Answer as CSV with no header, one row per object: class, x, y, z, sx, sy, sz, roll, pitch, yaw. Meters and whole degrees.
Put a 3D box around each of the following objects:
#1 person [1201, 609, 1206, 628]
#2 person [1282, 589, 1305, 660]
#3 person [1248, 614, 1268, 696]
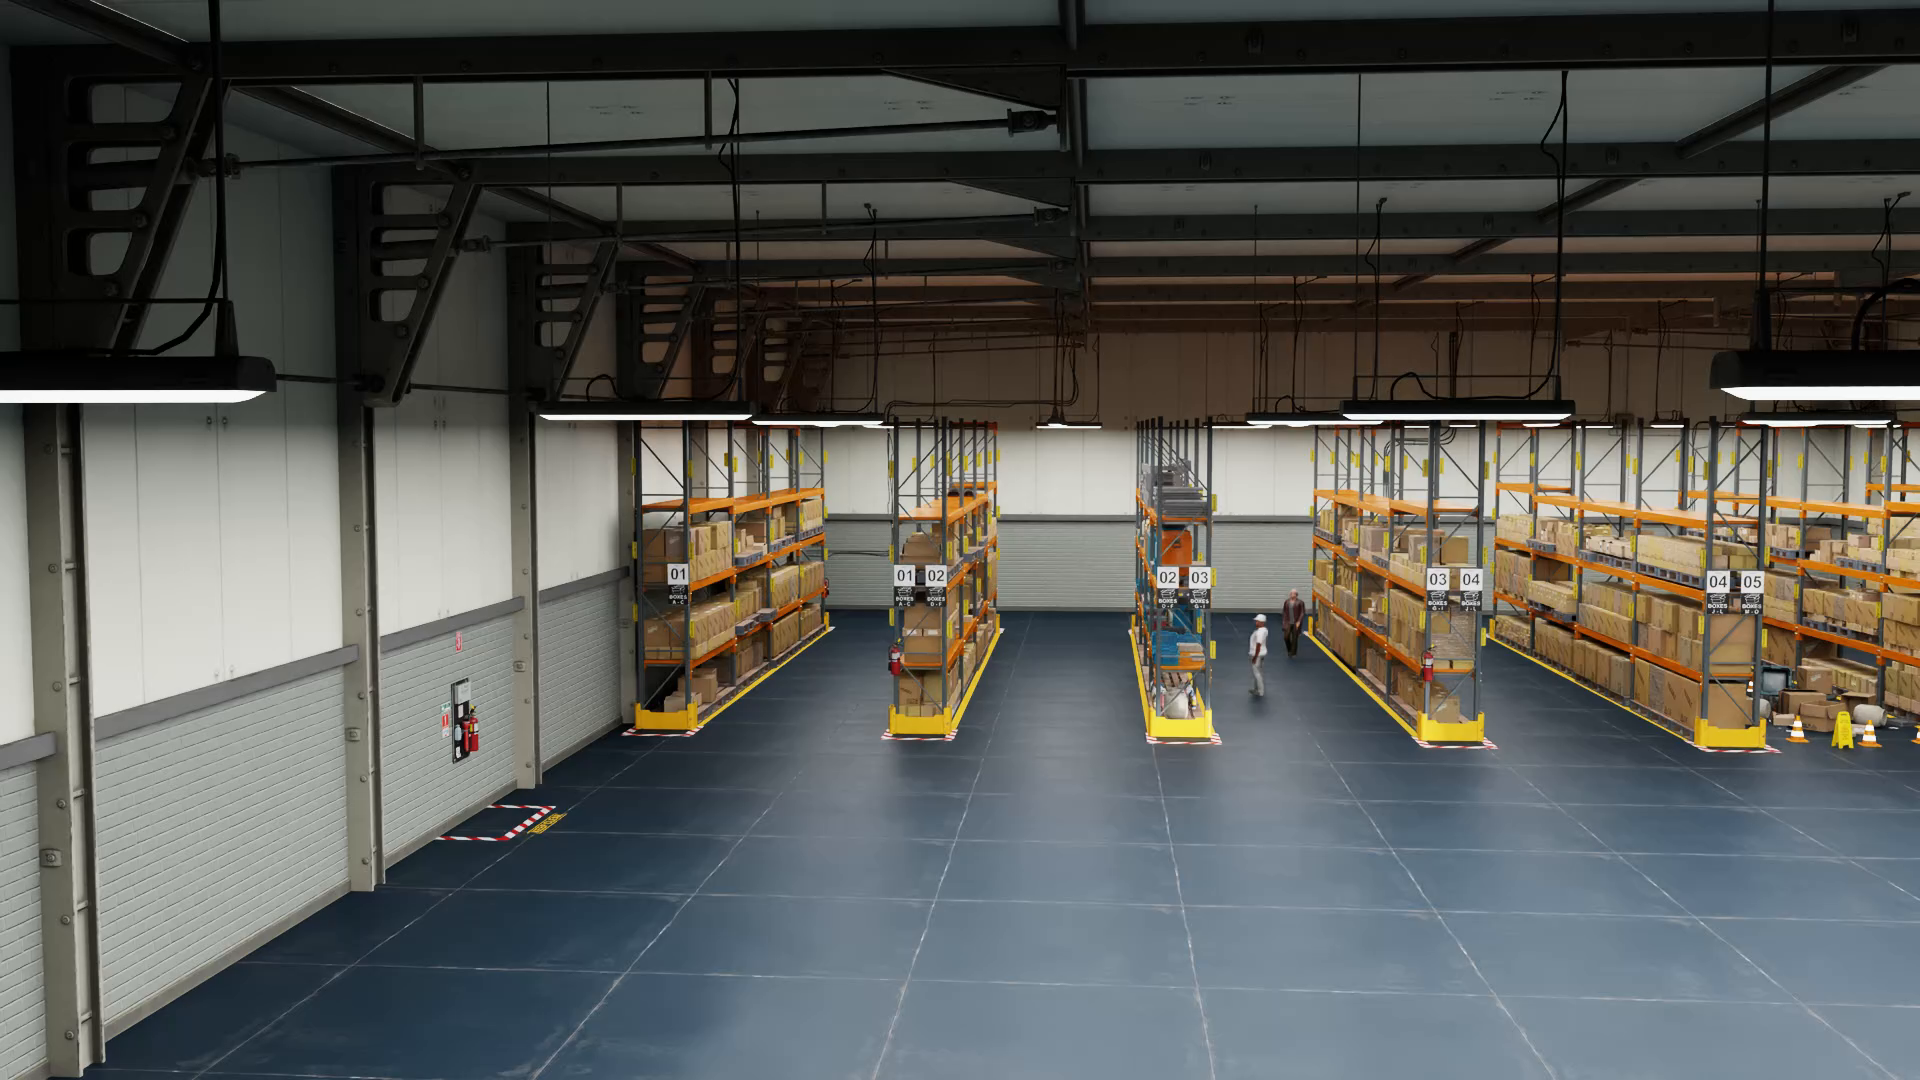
person,6.985,1.716,48.619,0.492,1.703,0.506,0,4,-5
person,8.358,2.124,41.701,0.572,1.788,0.672,1,4,13
person,6.435,2.492,36.136,0.583,1.769,0.568,3,5,40
